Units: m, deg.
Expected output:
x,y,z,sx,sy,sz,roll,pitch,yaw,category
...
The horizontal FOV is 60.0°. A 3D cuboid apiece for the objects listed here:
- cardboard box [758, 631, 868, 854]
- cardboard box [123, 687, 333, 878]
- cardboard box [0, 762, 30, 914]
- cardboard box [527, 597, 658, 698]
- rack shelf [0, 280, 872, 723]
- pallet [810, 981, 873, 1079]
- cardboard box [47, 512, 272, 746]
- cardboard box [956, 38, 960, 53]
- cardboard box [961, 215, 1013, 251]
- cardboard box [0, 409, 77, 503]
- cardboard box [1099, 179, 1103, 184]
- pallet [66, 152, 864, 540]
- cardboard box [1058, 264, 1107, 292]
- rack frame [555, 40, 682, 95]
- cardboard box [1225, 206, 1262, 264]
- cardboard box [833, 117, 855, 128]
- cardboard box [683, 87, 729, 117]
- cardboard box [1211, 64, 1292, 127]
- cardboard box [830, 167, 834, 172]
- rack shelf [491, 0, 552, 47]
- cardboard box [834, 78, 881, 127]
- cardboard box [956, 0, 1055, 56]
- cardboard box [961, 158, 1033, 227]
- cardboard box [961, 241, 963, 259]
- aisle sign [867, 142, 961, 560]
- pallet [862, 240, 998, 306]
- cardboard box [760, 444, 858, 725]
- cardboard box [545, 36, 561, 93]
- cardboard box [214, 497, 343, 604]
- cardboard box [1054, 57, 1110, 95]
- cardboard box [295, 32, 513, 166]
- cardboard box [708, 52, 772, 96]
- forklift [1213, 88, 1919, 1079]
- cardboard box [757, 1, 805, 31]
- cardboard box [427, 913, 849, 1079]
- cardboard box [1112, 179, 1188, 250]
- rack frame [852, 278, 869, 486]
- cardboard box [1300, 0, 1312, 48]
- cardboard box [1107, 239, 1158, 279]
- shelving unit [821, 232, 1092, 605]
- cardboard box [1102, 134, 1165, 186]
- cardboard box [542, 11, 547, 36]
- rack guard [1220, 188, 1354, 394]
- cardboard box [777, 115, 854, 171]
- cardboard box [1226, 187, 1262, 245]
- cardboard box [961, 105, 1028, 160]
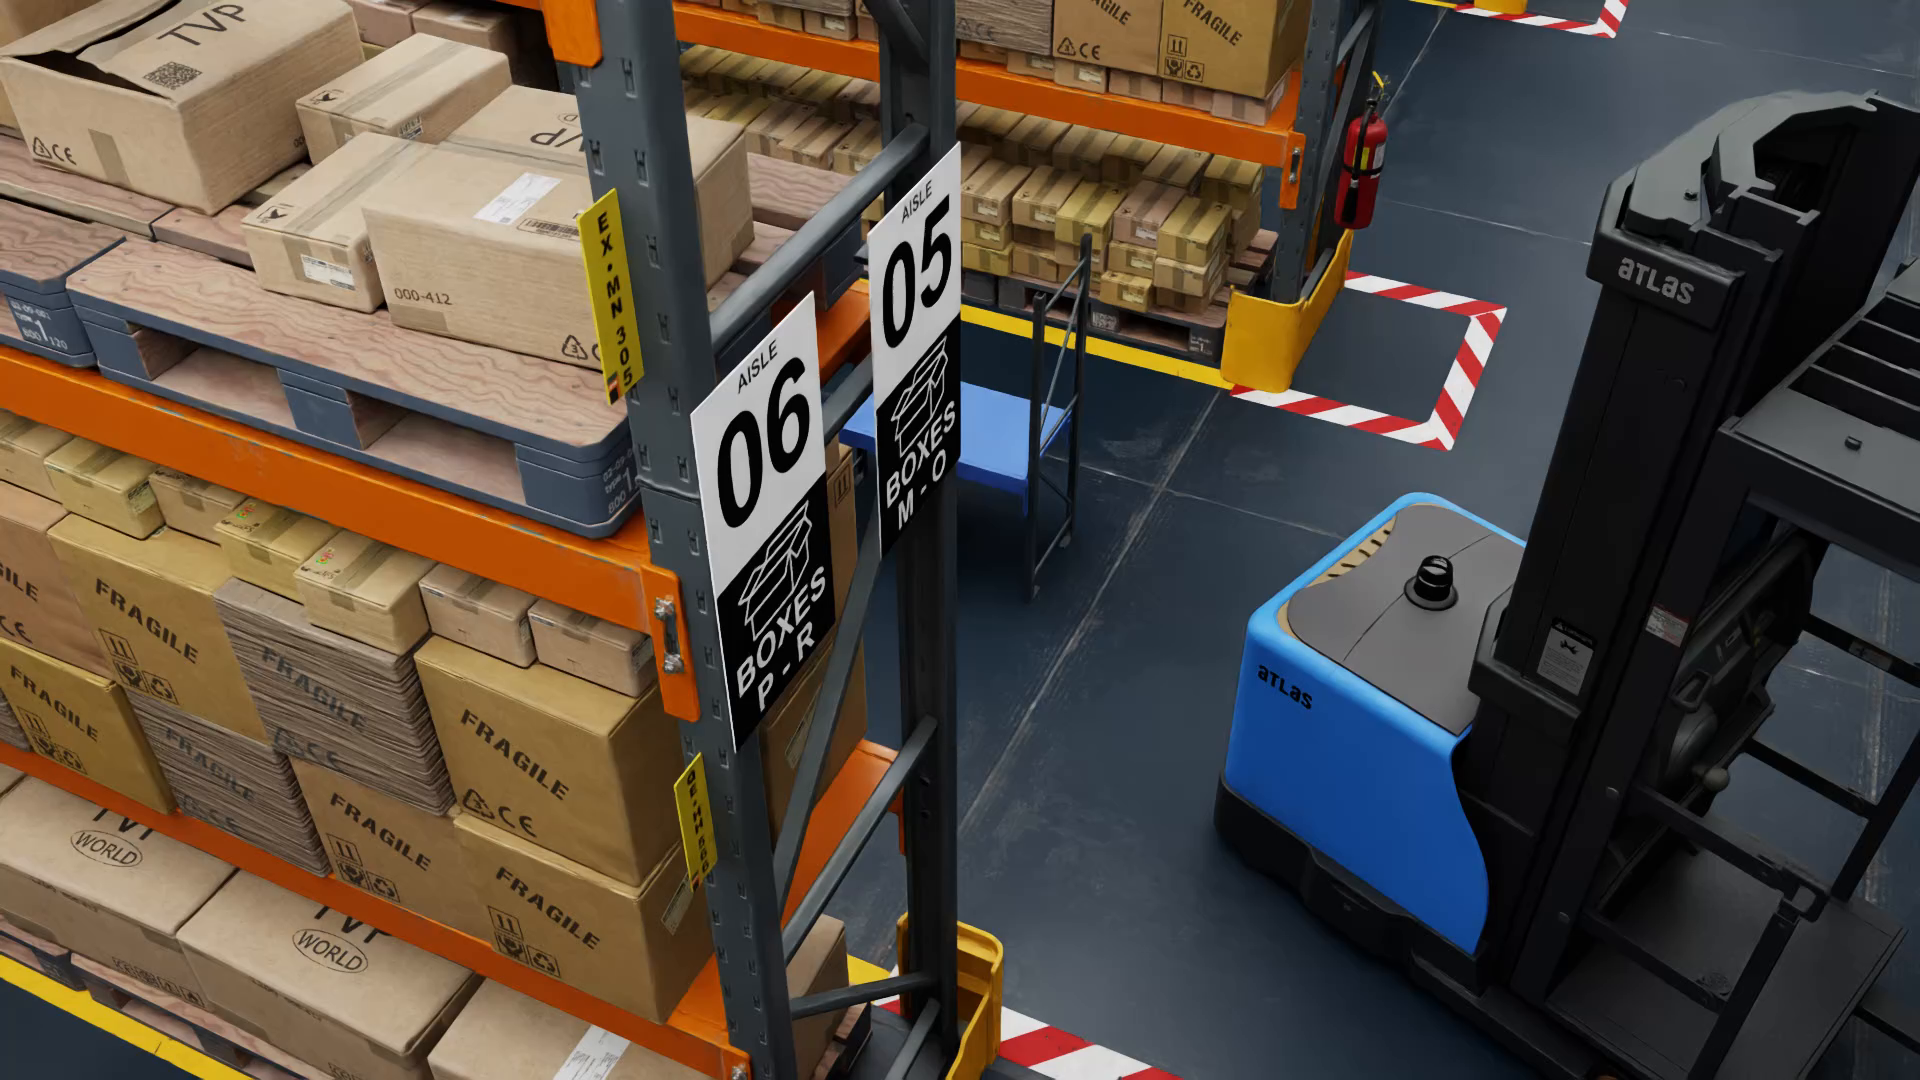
x,y,z,sx,sy,sz,roll,pitch,yaw,category
-0.585,0.422,4.397,0.500,0.500,0.500,17,44,18,cardboard box
-1.739,0.464,4.348,0.500,0.500,0.500,18,44,20,cardboard box
-3.373,0.702,5.785,0.875,0.438,0.875,16,44,18,cardboard box
-0.682,0.122,3.484,0.250,0.149,0.380,18,44,19,cardboard box
-2.084,-0.653,3.972,4.000,0.370,1.077,17,44,19,rack shelf
-1.029,1.642,5.195,1.213,0.211,1.003,17,44,19,pallet
-1.742,0.089,4.017,0.500,0.500,0.500,17,44,18,cardboard box
-0.063,-2.504,8.040,0.250,0.149,0.380,18,44,19,cardboard box
0.184,-1.652,8.495,0.250,0.149,0.380,18,44,19,cardboard box
-2.091,-0.283,3.951,0.250,0.149,0.380,18,44,20,cardboard box
0.693,-1.954,8.844,0.250,0.149,0.380,18,44,20,cardboard box
-0.948,-0.536,3.356,1.213,0.211,1.003,17,44,19,pallet
0.686,-1.442,8.479,0.250,0.149,0.380,17,44,18,cardboard box
-1.895,-3.311,8.780,0.127,3.000,1.000,17,44,19,rack frame
1.390,-1.620,8.684,0.250,0.149,0.380,18,44,19,cardboard box
-0.550,-2.288,9.229,0.250,0.149,0.380,18,44,20,cardboard box
-1.446,-2.287,9.000,0.250,0.149,0.380,19,44,21,cardboard box
1.315,-2.031,7.495,0.250,0.149,0.380,17,44,19,cardboard box
-0.716,-1.985,8.879,0.250,0.149,0.380,19,44,21,cardboard box
-3.708,-3.593,9.654,4.000,0.370,1.077,17,44,19,rack shelf
-0.499,-2.423,9.157,0.250,0.149,0.380,15,43,17,cardboard box
0.286,-2.605,7.662,0.500,0.500,0.500,17,44,19,cardboard box
0.176,-1.756,8.388,0.250,0.149,0.380,19,44,20,cardboard box
-0.040,-1.624,8.689,0.250,0.149,0.380,18,44,19,cardboard box
-0.084,-0.372,3.404,0.004,0.787,0.394,17,44,19,aisle sign
-0.162,-1.755,9.114,1.213,0.211,1.003,17,44,19,pallet
-0.586,0.045,4.068,0.500,0.500,0.500,16,43,18,cardboard box
-2.453,-2.887,9.878,0.500,0.500,0.500,19,44,20,cardboard box
-1.402,-0.050,3.683,0.250,0.149,0.380,18,44,20,cardboard box
0.631,-2.239,7.735,0.250,0.149,0.380,18,44,20,cardboard box
-1.160,-0.910,3.514,0.250,0.149,0.380,19,44,20,cardboard box
-1.214,-2.626,9.391,0.250,0.149,0.380,18,44,19,cardboard box
2.303,0.419,4.529,1.130,2.935,3.031,-33,51,-32,forklift
-0.803,-2.686,8.250,0.250,0.149,0.380,18,44,19,cardboard box
-0.912,1.449,4.924,0.875,0.438,0.875,16,43,17,cardboard box
0.939,-1.609,8.218,0.250,0.149,0.380,18,44,19,cardboard box
-0.538,-0.731,6.948,0.032,1.500,0.500,17,44,19,rack frame
1.440,-2.642,7.704,0.500,0.500,0.500,19,44,21,cardboard box
0.917,-1.478,8.294,0.250,0.149,0.380,16,43,18,cardboard box
-0.077,-0.590,6.786,1.048,1.500,0.538,17,44,19,shelving unit
0.924,-2.007,8.677,0.250,0.149,0.380,17,44,19,cardboard box
-2.453,-3.170,9.632,0.500,0.250,0.500,15,43,17,cardboard box
1.661,-1.280,8.345,0.348,0.500,1.175,17,44,19,rack guard
-0.754,-2.069,8.748,0.250,0.149,0.380,18,44,20,cardboard box
1.363,-1.694,8.544,0.250,0.149,0.380,19,44,20,cardboard box
0.198,-2.209,8.910,0.250,0.149,0.380,18,44,19,cardboard box
